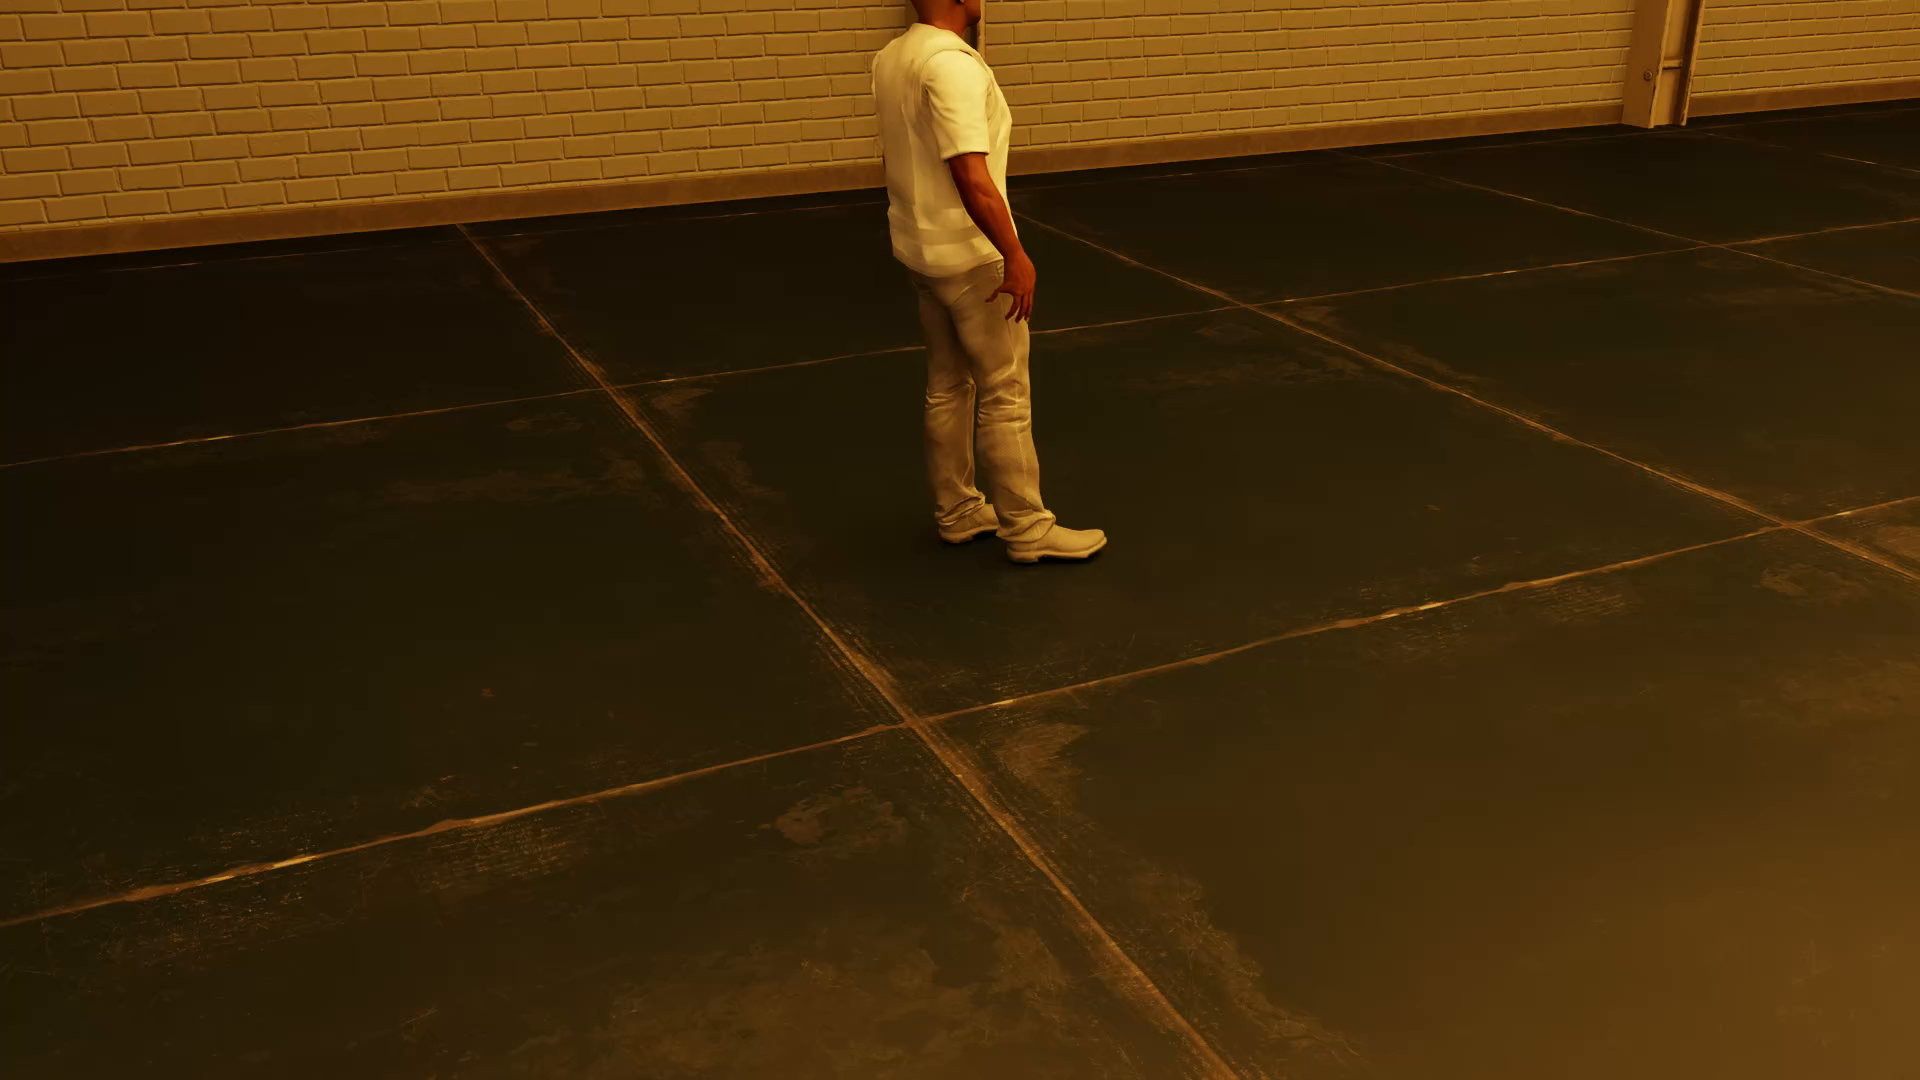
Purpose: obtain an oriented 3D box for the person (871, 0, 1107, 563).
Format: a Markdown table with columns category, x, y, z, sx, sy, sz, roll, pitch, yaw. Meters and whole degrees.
| category | x | y | z | sx | sy | sz | roll | pitch | yaw |
| --- | --- | --- | --- | --- | --- | --- | --- | --- | --- |
| person | 0.066 | -0.832 | 4.788 | 0.575 | 1.768 | 0.665 | -10 | 25 | -23 |
